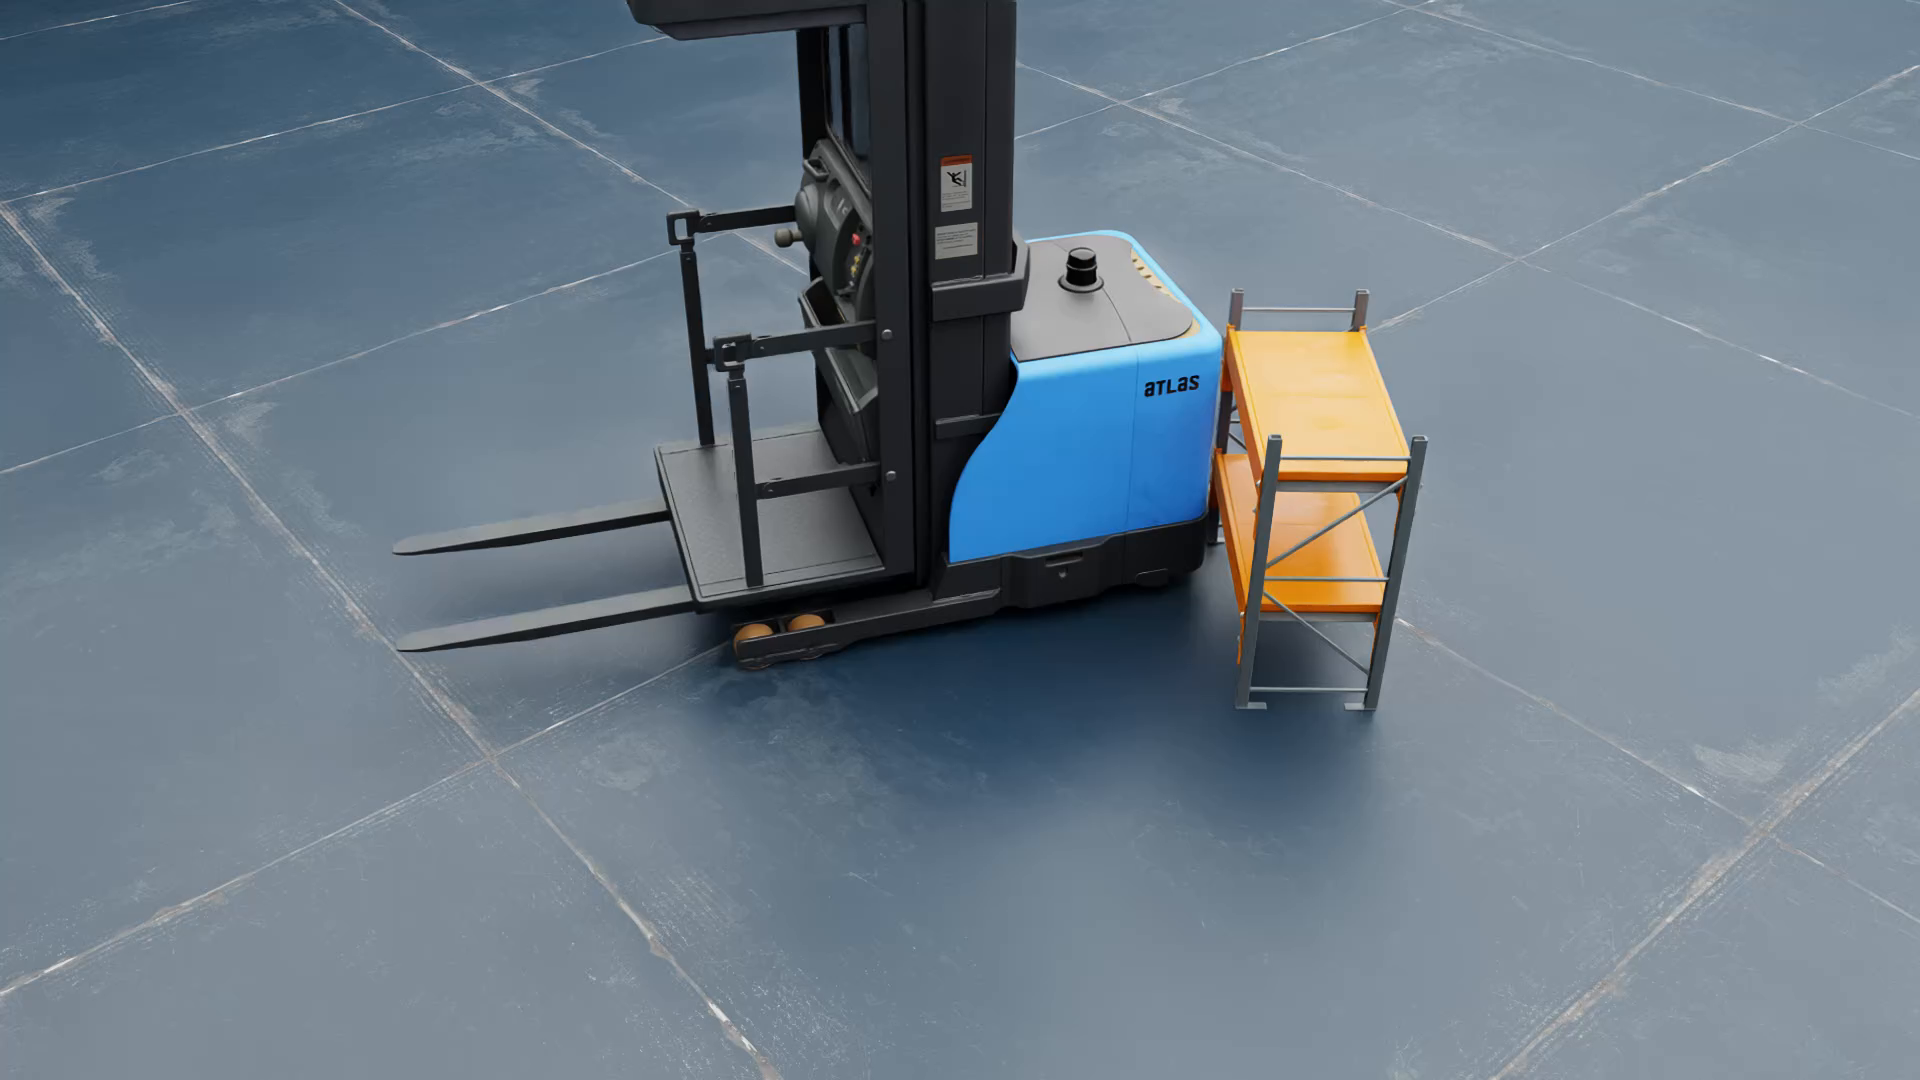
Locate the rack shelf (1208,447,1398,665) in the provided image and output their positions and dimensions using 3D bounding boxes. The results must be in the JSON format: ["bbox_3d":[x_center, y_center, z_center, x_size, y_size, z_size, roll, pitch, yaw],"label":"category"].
[{"bbox_3d":[1.238,0.040,6.143,0.538,0.278,1.000,1,35,1],"label":"rack shelf"}]

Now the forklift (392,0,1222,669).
[{"bbox_3d":[-0.619,-1.065,5.717,3.031,2.935,1.130,-10,36,-14],"label":"forklift"}]

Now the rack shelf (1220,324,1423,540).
[{"bbox_3d":[1.238,-0.399,5.833,0.538,0.278,1.000,1,35,1],"label":"rack shelf"}]

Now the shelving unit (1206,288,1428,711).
[{"bbox_3d":[1.238,-0.160,6.002,0.538,1.125,1.048,1,35,1],"label":"shelving unit"}]

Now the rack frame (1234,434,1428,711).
[{"bbox_3d":[1.228,0.134,5.587,0.500,1.125,0.032,1,35,1],"label":"rack frame"}]

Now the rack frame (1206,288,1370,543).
[{"bbox_3d":[1.247,-0.453,6.417,0.500,1.125,0.032,1,35,1],"label":"rack frame"}]
